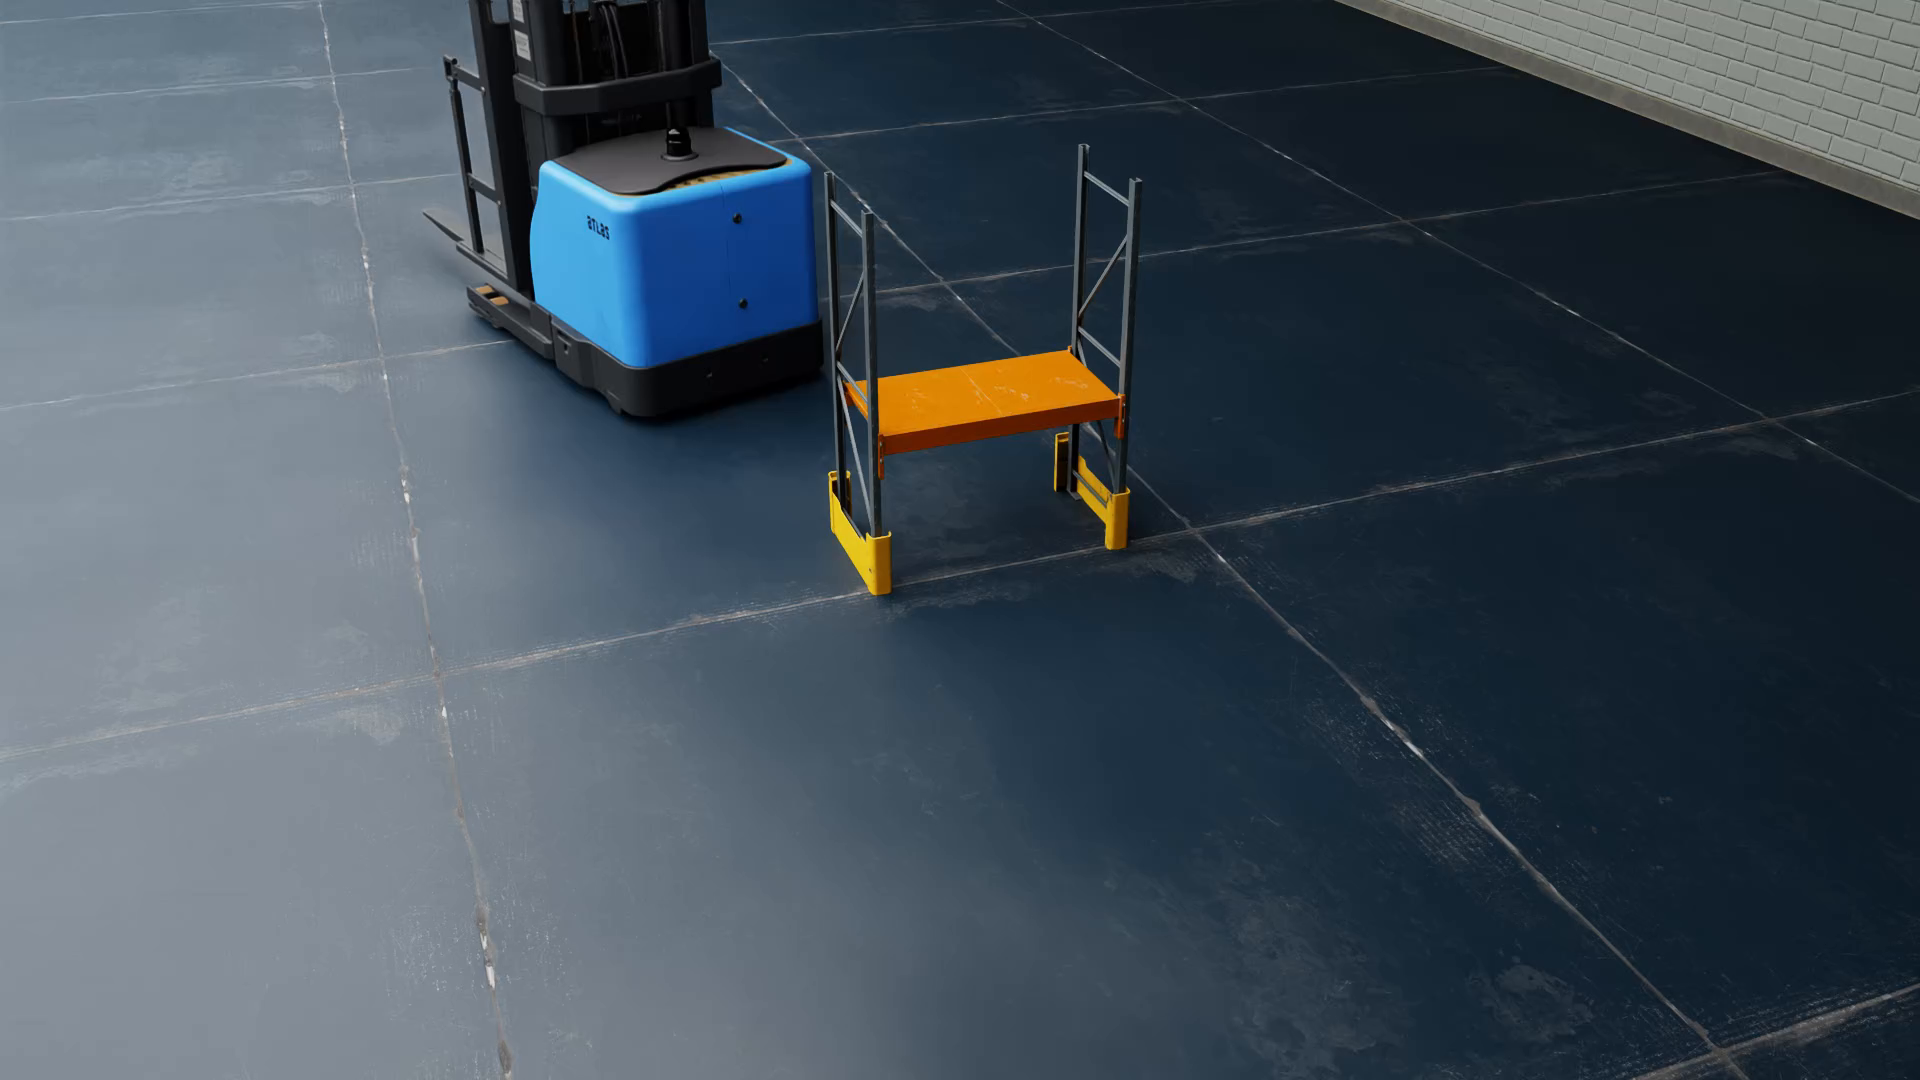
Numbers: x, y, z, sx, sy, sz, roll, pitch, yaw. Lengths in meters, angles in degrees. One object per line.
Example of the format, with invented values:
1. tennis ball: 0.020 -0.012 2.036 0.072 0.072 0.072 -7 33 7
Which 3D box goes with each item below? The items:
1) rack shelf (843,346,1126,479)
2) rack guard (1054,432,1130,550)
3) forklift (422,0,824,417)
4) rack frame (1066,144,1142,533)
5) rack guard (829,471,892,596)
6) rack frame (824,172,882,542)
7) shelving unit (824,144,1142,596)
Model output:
1. rack shelf: 0.080 -0.510 6.494 1.000 0.185 0.538 -10 31 -18
2. rack guard: 0.538 -0.208 6.862 0.087 0.250 0.587 -10 31 -18
3. forklift: -1.952 -2.506 8.188 1.130 2.935 3.031 -20 36 -32
4. rack frame: 0.556 -0.754 6.559 0.032 1.500 0.500 -10 31 -18
5. rack guard: -0.395 -0.036 6.560 0.087 0.250 0.587 -10 31 -18
6. rack frame: -0.396 -0.579 6.251 0.032 1.500 0.500 -10 31 -18
7. shelving unit: 0.071 -0.665 6.402 1.083 1.500 0.587 -10 31 -18
